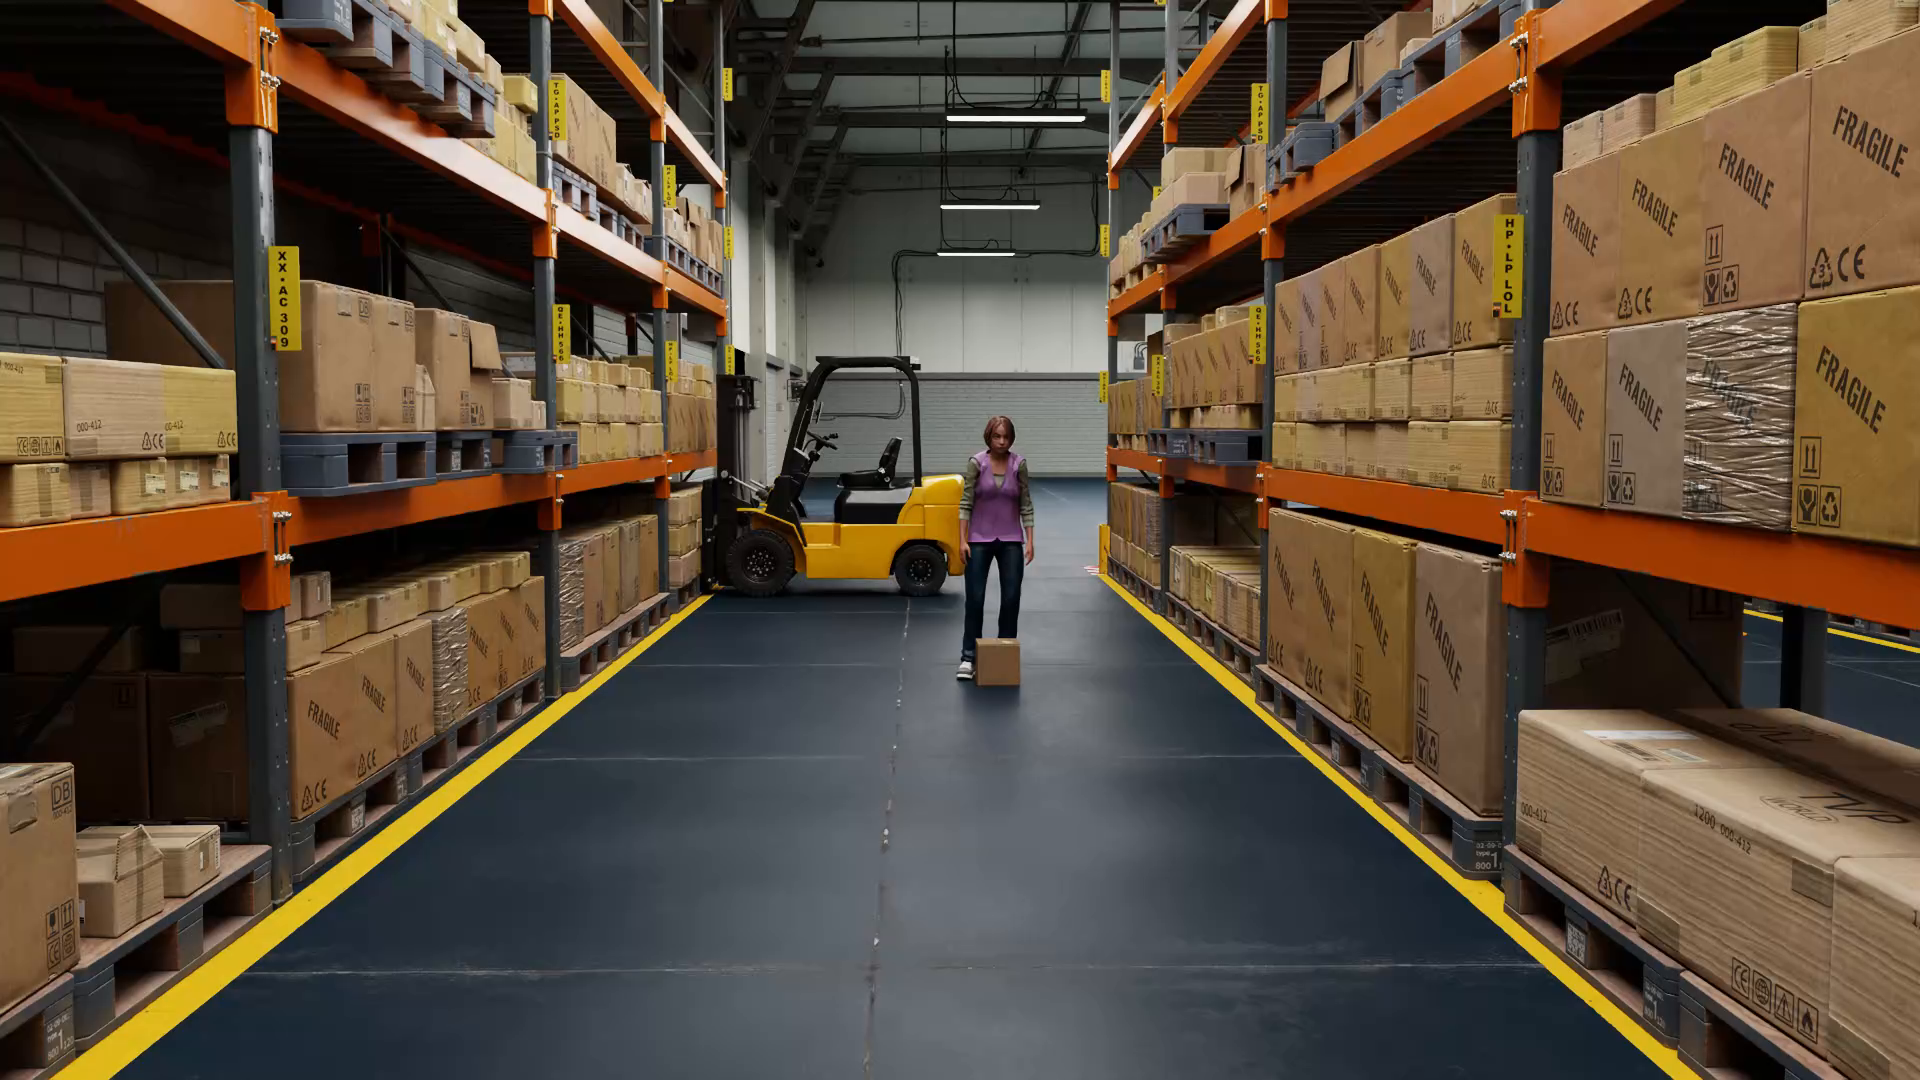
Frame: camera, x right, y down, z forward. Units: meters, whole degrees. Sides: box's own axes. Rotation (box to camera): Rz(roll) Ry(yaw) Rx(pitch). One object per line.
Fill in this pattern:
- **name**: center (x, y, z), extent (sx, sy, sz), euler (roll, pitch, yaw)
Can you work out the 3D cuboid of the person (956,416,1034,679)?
- **person**: center (0.215, 0.042, 10.110), extent (0.483, 1.594, 0.369), euler (0, 4, -4)
